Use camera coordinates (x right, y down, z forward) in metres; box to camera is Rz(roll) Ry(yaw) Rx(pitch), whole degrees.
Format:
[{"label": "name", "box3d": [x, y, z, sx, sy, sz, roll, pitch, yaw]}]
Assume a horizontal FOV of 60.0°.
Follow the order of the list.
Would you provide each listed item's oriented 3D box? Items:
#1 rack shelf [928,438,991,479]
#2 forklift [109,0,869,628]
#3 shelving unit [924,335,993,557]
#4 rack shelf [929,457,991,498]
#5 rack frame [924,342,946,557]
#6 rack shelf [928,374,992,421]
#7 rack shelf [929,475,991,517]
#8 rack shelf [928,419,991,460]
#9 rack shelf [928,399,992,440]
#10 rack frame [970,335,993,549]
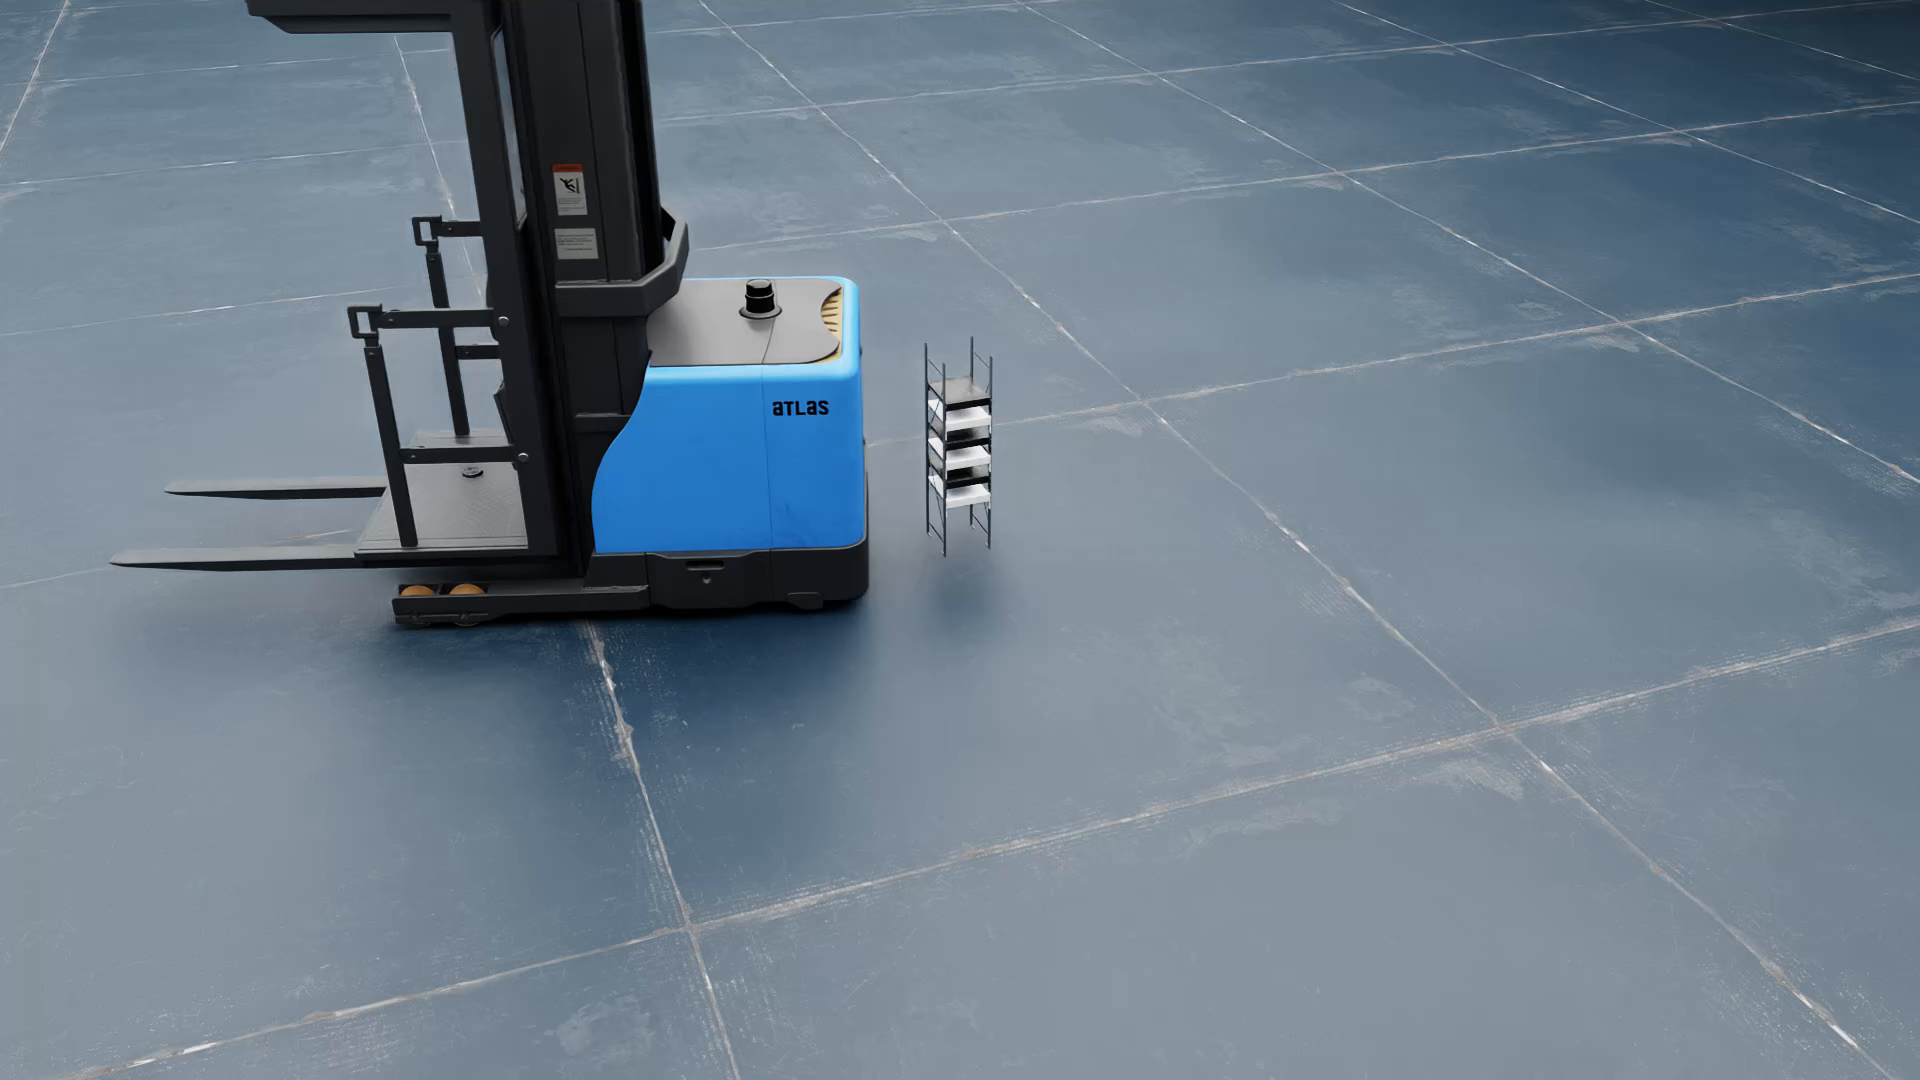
[{"label": "rack shelf", "box3d": [-0.008, -0.361, 7.041, 0.200, 0.077, 0.258, -10, 31, -18]}, {"label": "forklift", "box3d": [-1.907, -1.193, 6.383, 3.031, 2.935, 1.130, -1, 30, -3]}, {"label": "shelving unit", "box3d": [-0.008, -0.390, 7.025, 0.210, 0.900, 0.258, -10, 31, -18]}, {"label": "rack shelf", "box3d": [-0.008, -0.282, 7.086, 0.200, 0.077, 0.258, -10, 31, -18]}, {"label": "rack frame", "box3d": [-0.103, -0.372, 6.994, 0.006, 0.900, 0.240, -10, 31, -18]}, {"label": "rack shelf", "box3d": [-0.008, -0.595, 6.908, 0.200, 0.077, 0.258, -10, 31, -18]}, {"label": "rack shelf", "box3d": [-0.008, -0.204, 7.130, 0.200, 0.077, 0.258, -10, 31, -18]}, {"label": "rack shelf", "box3d": [-0.008, -0.439, 6.997, 0.200, 0.077, 0.258, -10, 31, -18]}, {"label": "rack shelf", "box3d": [-0.008, -0.517, 6.952, 0.200, 0.077, 0.258, -10, 31, -18]}, {"label": "rack frame", "box3d": [0.088, -0.407, 7.056, 0.006, 0.900, 0.240, -10, 31, -18]}]
